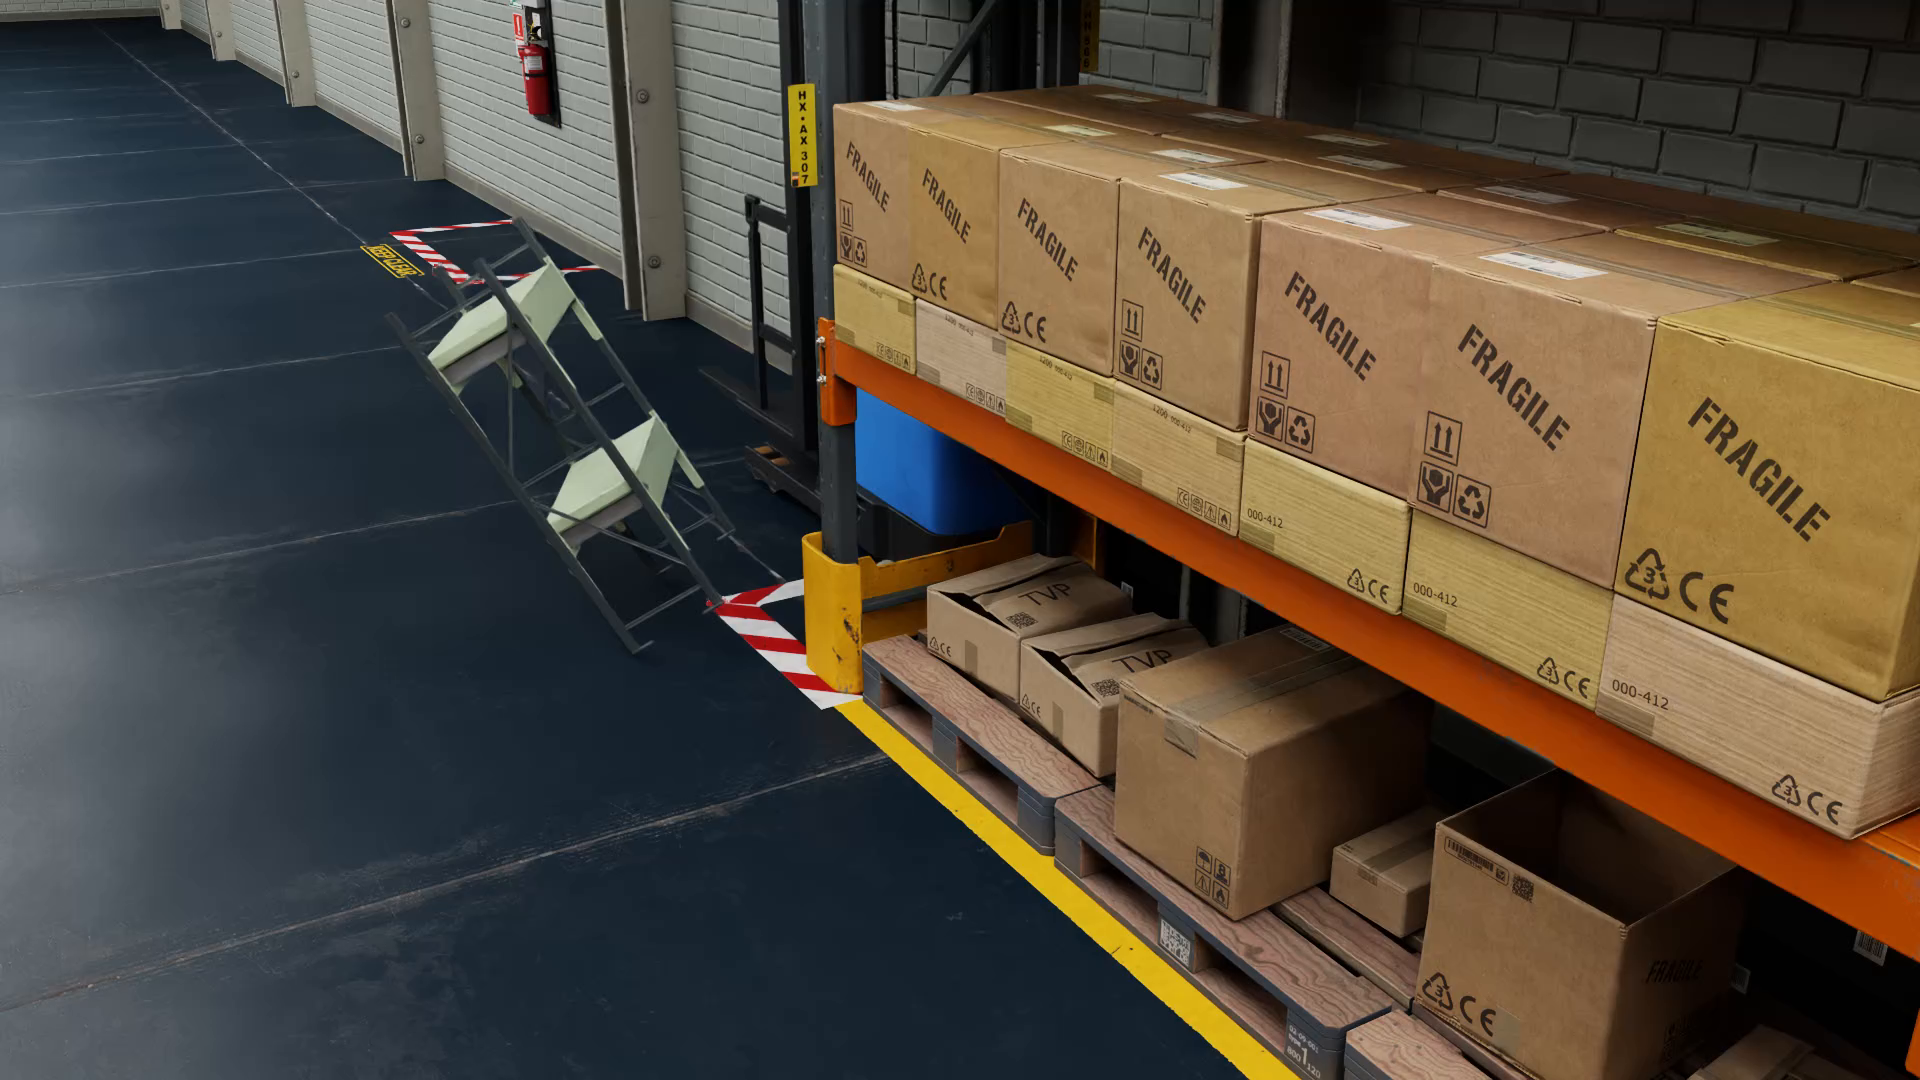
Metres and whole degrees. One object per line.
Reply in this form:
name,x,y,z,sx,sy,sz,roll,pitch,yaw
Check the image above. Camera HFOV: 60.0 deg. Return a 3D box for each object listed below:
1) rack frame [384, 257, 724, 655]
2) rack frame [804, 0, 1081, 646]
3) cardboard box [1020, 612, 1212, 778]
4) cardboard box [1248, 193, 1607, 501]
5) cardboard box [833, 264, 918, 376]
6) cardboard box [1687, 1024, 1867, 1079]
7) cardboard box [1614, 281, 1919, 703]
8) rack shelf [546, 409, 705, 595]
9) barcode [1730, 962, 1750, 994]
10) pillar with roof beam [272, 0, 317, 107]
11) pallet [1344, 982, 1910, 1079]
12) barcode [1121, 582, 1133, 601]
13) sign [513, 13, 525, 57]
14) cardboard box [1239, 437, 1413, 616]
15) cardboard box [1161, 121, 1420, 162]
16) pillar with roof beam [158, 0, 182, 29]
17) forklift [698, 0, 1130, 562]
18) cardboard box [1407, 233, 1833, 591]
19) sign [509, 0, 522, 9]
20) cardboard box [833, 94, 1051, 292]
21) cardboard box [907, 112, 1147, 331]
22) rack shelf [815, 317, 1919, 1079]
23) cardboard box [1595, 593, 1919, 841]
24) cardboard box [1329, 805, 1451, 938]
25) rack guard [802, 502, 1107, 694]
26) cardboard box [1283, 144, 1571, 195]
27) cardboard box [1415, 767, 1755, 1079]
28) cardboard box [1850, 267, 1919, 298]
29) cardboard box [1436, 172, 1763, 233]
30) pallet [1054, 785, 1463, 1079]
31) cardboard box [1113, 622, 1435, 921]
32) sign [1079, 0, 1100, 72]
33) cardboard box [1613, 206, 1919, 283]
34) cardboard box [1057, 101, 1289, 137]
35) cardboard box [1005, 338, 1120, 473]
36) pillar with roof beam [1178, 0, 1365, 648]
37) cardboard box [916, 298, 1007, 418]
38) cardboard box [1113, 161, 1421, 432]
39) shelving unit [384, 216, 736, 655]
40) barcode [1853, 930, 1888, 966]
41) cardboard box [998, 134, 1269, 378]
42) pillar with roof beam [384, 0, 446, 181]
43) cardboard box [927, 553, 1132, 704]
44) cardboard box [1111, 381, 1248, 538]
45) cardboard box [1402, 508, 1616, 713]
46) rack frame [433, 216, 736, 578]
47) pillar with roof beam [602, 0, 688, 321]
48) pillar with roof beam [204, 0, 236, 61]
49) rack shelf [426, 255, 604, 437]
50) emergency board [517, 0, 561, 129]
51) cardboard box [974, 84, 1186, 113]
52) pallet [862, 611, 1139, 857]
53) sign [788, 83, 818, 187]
rack frame,-1.419,-0.265,5.916,0.400,1.500,0.023,-29,21,8
rack frame,-0.042,-1.021,5.840,1.000,3.000,0.127,-13,25,-28
cardboard box,0.525,0.447,5.216,0.500,0.311,0.500,-10,24,-24
cardboard box,0.986,-0.432,3.568,0.500,0.500,0.500,-13,26,-30
cardboard box,-0.066,-0.742,5.325,0.500,0.250,0.500,-13,26,-30
cardboard box,1.702,1.215,3.517,0.380,0.166,0.250,-17,27,-35
cardboard box,1.494,-0.107,2.768,0.500,0.500,0.500,-13,25,-28
rack shelf,-1.280,-0.143,6.369,0.431,0.370,0.720,-29,21,8
barcode,1.825,1.025,3.914,0.001,0.075,0.075,-13,25,-28
pillar with roof beam,-11.837,-8.739,16.860,9.100,9.000,0.400,-13,25,-28
pallet,1.627,1.355,3.697,1.003,0.211,1.213,-13,25,-28
barcode,0.587,0.187,5.843,0.001,0.075,0.075,-13,25,-28
sign,-3.429,-3.926,12.939,0.001,0.329,0.234,-13,25,-28
cardboard box,0.981,-0.084,3.706,0.500,0.250,0.500,-13,25,-29
cardboard box,0.898,-0.865,4.633,0.500,0.500,0.500,-13,26,-30
pillar with roof beam,-17.967,-12.623,26.417,9.100,9.000,0.400,-13,25,-28
forklift,-0.378,-1.658,7.499,1.130,2.935,3.031,-12,25,-28
cardboard box,1.234,-0.267,3.162,0.500,0.500,0.500,-13,25,-29
sign,-3.435,-4.168,12.831,0.001,0.109,0.331,-13,25,-28
cardboard box,-0.057,-1.096,5.201,0.500,0.500,0.500,-13,25,-28
cardboard box,0.187,-0.934,4.802,0.500,0.500,0.500,-13,25,-28
rack shelf,0.979,-0.040,4.382,1.077,0.370,4.000,-13,25,-28
cardboard box,1.498,0.239,2.912,0.500,0.250,0.500,-13,25,-28
cardboard box,1.201,0.869,4.391,0.380,0.149,0.250,-15,26,-32
rack guard,-0.003,0.162,6.250,1.175,0.500,0.348,-13,25,-28
cardboard box,1.155,-0.702,4.232,0.500,0.500,0.500,-12,25,-28
cardboard box,1.436,0.900,3.850,0.500,0.500,0.500,-15,26,-32
cardboard box,1.940,-0.206,3.010,0.500,0.500,0.500,-13,26,-29
cardboard box,1.430,-0.536,3.824,0.500,0.500,0.500,-12,25,-27
pallet,1.000,0.960,4.670,1.003,0.211,1.213,-13,25,-28
cardboard box,0.857,0.606,4.572,0.700,0.500,0.500,-14,26,-32
sign,0.445,-1.804,5.809,0.100,0.325,0.005,-13,25,-28
cardboard box,1.679,-0.374,3.424,0.500,0.500,0.500,-13,25,-29
cardboard box,0.630,-1.032,5.043,0.500,0.500,0.500,-12,25,-28
cardboard box,0.467,-0.410,4.510,0.500,0.250,0.500,-13,26,-29
pillar with roof beam,-2.642,-2.912,2.525,9.100,9.000,0.400,-13,25,-28
cardboard box,0.212,-0.576,4.919,0.500,0.250,0.500,-13,26,-30
cardboard box,0.719,-0.601,3.982,0.500,0.500,0.500,-12,25,-27
shelving unit,-1.442,-0.401,6.255,0.431,1.500,0.755,-29,21,8
barcode,1.931,0.859,3.525,0.001,0.075,0.075,-13,25,-28
cardboard box,0.446,-0.765,4.388,0.500,0.500,0.500,-14,26,-30
pillar with roof beam,-8.772,-6.796,12.082,9.100,9.000,0.400,-13,25,-28
cardboard box,0.234,0.262,5.670,0.500,0.311,0.500,-16,27,-34
cardboard box,0.723,-0.246,4.106,0.500,0.250,0.500,-12,25,-28
cardboard box,1.251,0.076,3.313,0.500,0.250,0.500,-12,25,-28
rack frame,-1.466,-0.537,6.594,0.400,1.500,0.023,-29,21,8
pillar with roof beam,-5.707,-4.854,7.303,9.100,9.000,0.400,-13,25,-28
pillar with roof beam,-14.902,-10.681,21.639,9.100,9.000,0.400,-13,25,-28
rack shelf,-1.637,-0.710,6.117,0.431,0.370,0.720,-29,21,8
emergency board,-3.236,-3.710,12.456,0.194,1.169,0.643,-13,25,-28
cardboard box,0.381,-1.196,5.448,0.500,0.500,0.500,-13,25,-29
pallet,0.381,0.565,5.641,1.003,0.211,1.213,-13,25,-28
sign,-0.509,-1.318,5.420,0.100,0.325,0.005,-13,25,-28
